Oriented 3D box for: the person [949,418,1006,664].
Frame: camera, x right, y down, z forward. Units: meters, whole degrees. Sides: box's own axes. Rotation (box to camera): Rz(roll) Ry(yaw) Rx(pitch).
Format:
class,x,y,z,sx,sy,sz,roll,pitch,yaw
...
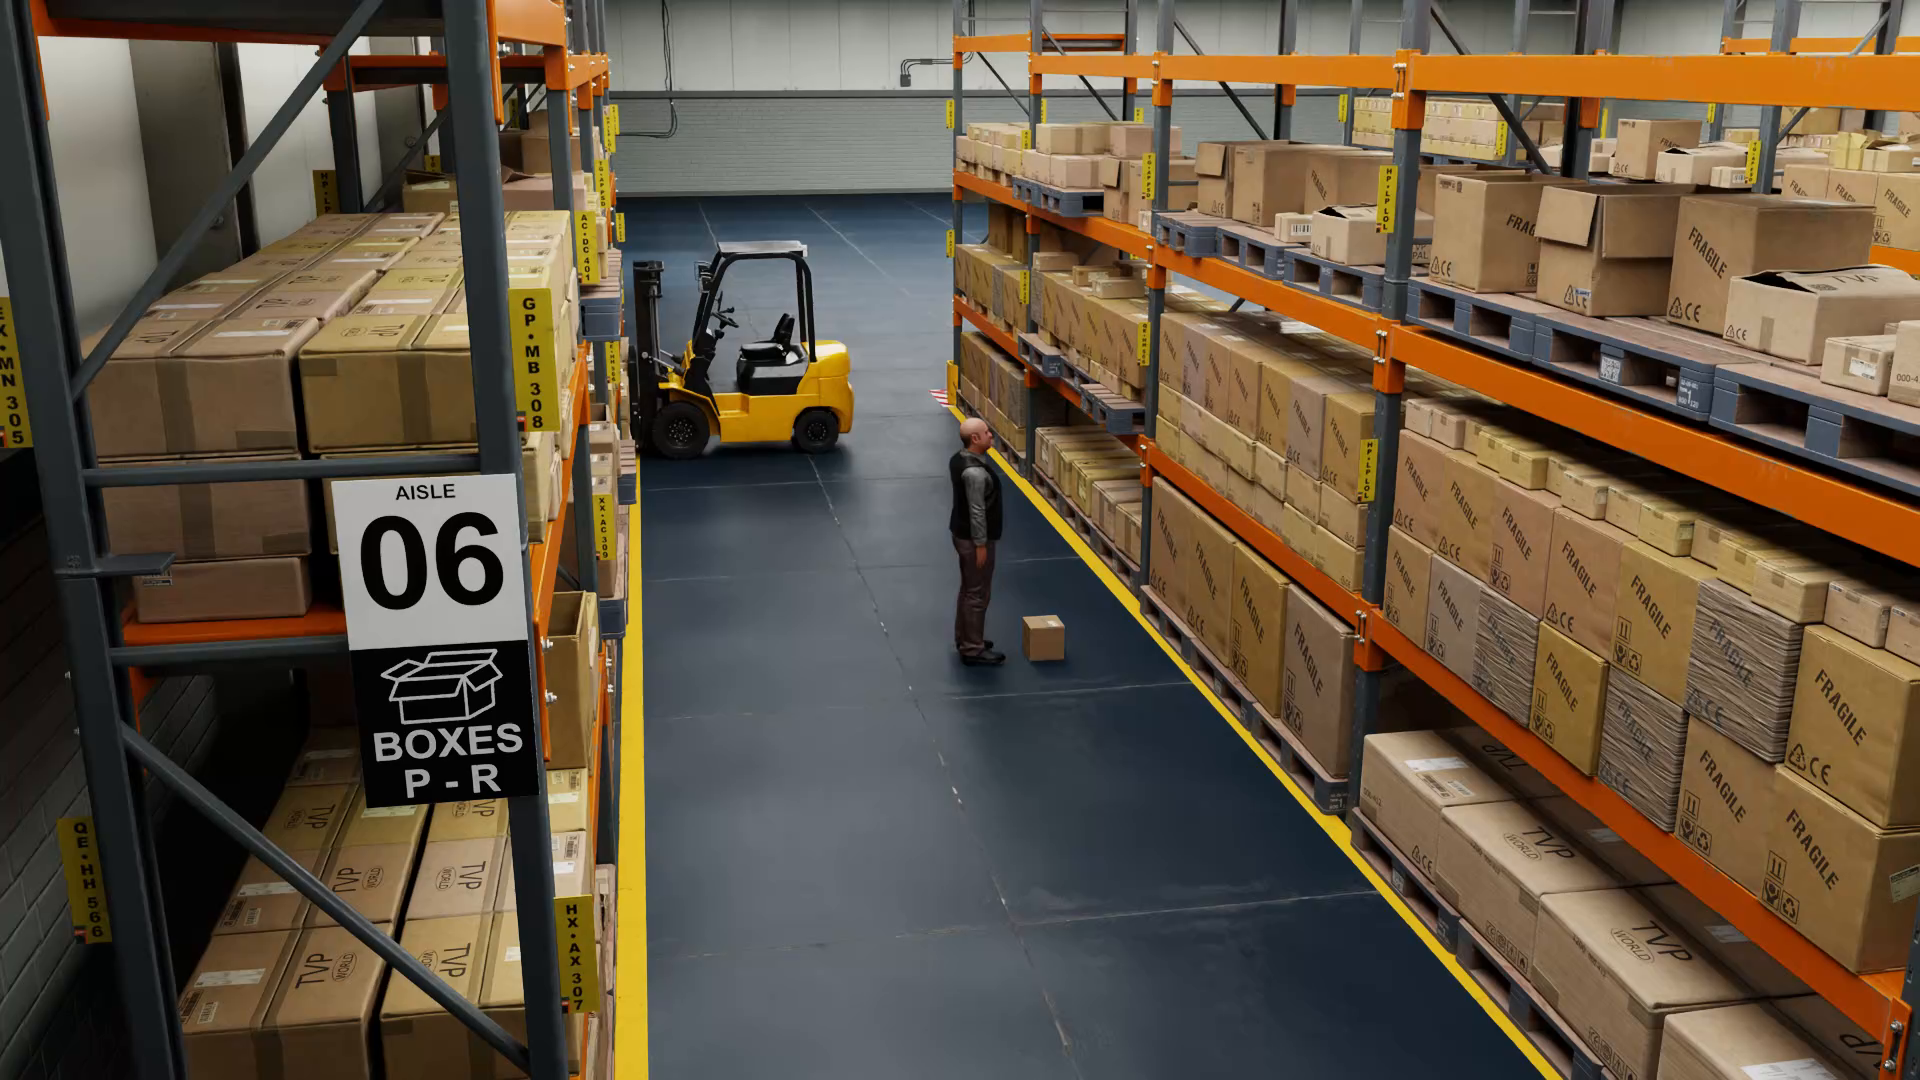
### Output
class,x,y,z,sx,sy,sz,roll,pitch,yaw
person,0.120,0.006,11.521,0.364,1.742,0.559,-3,16,-10
